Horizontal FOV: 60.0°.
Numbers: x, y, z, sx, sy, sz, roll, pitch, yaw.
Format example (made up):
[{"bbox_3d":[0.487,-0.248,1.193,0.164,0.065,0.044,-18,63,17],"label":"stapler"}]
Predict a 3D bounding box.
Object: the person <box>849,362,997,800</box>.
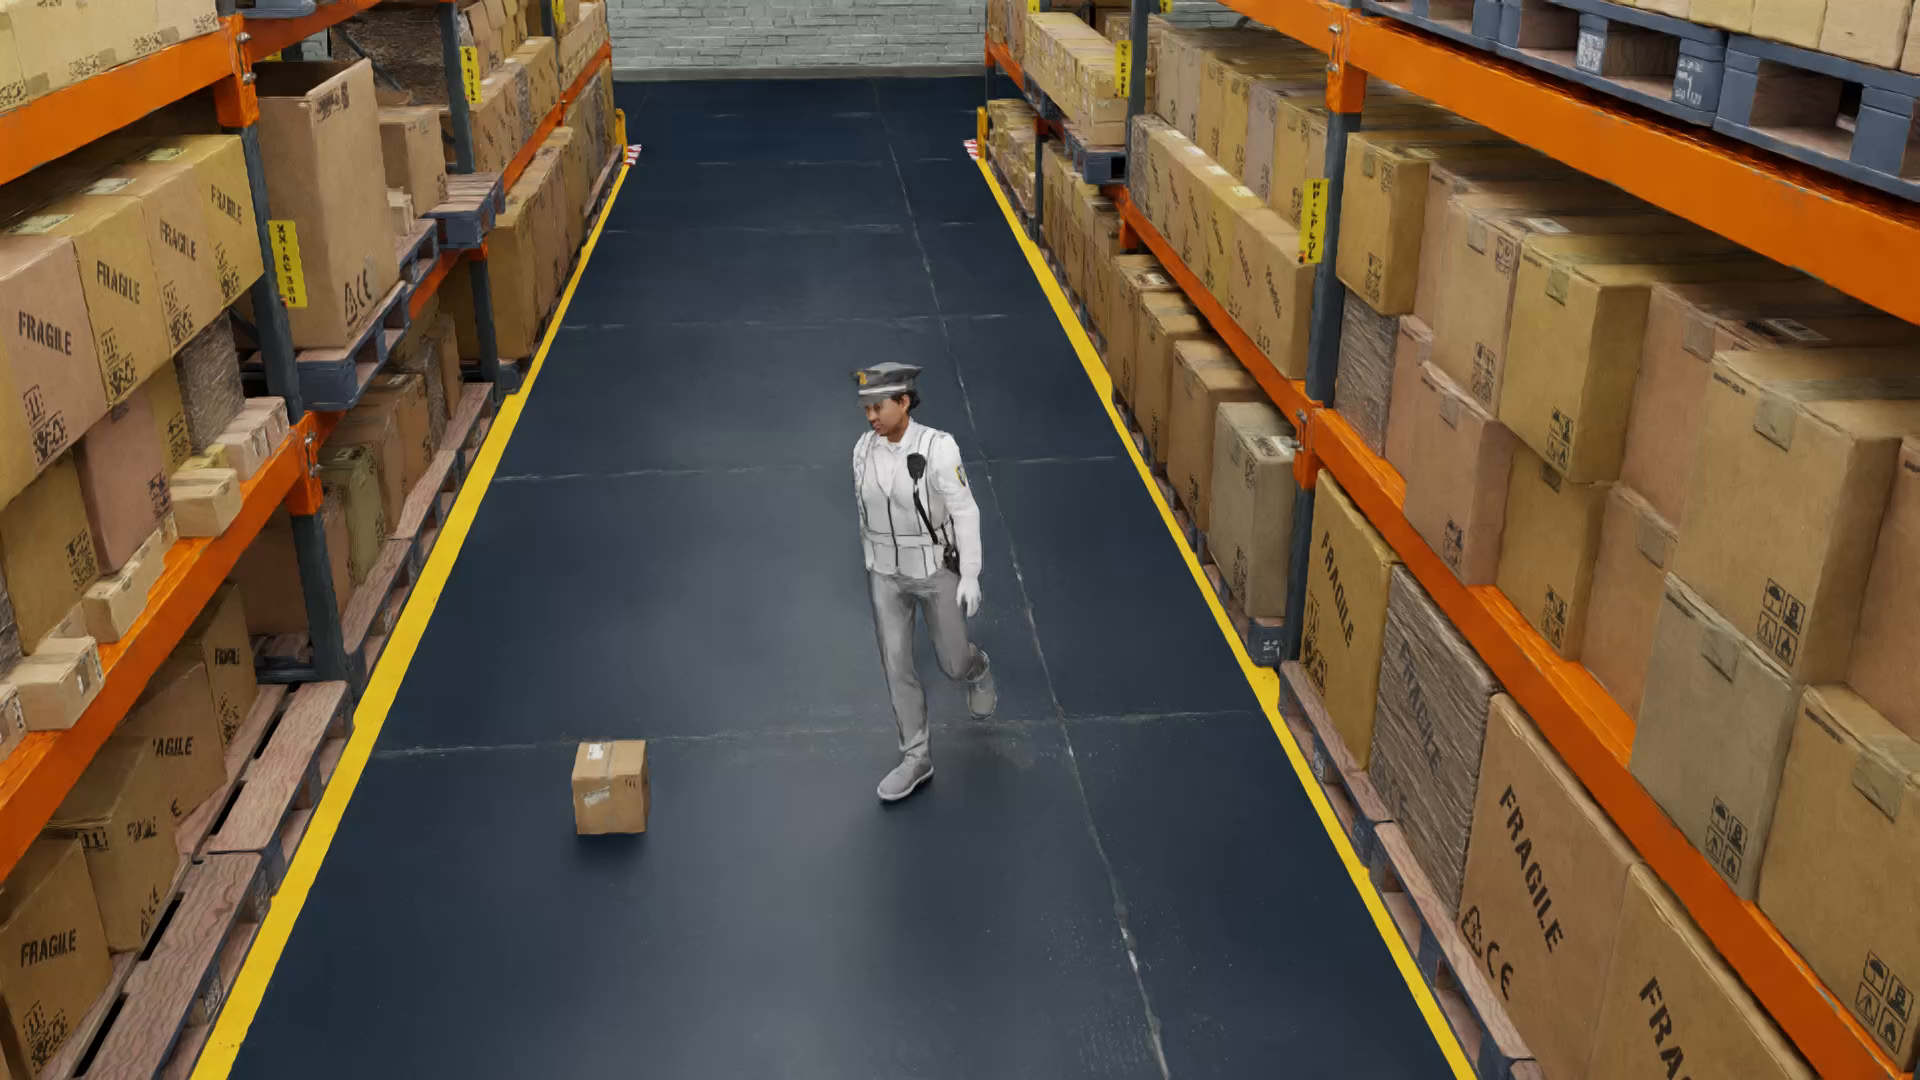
[{"bbox_3d":[-0.145,0.103,6.356,0.522,1.640,0.783,8,25,18],"label":"person"}]
